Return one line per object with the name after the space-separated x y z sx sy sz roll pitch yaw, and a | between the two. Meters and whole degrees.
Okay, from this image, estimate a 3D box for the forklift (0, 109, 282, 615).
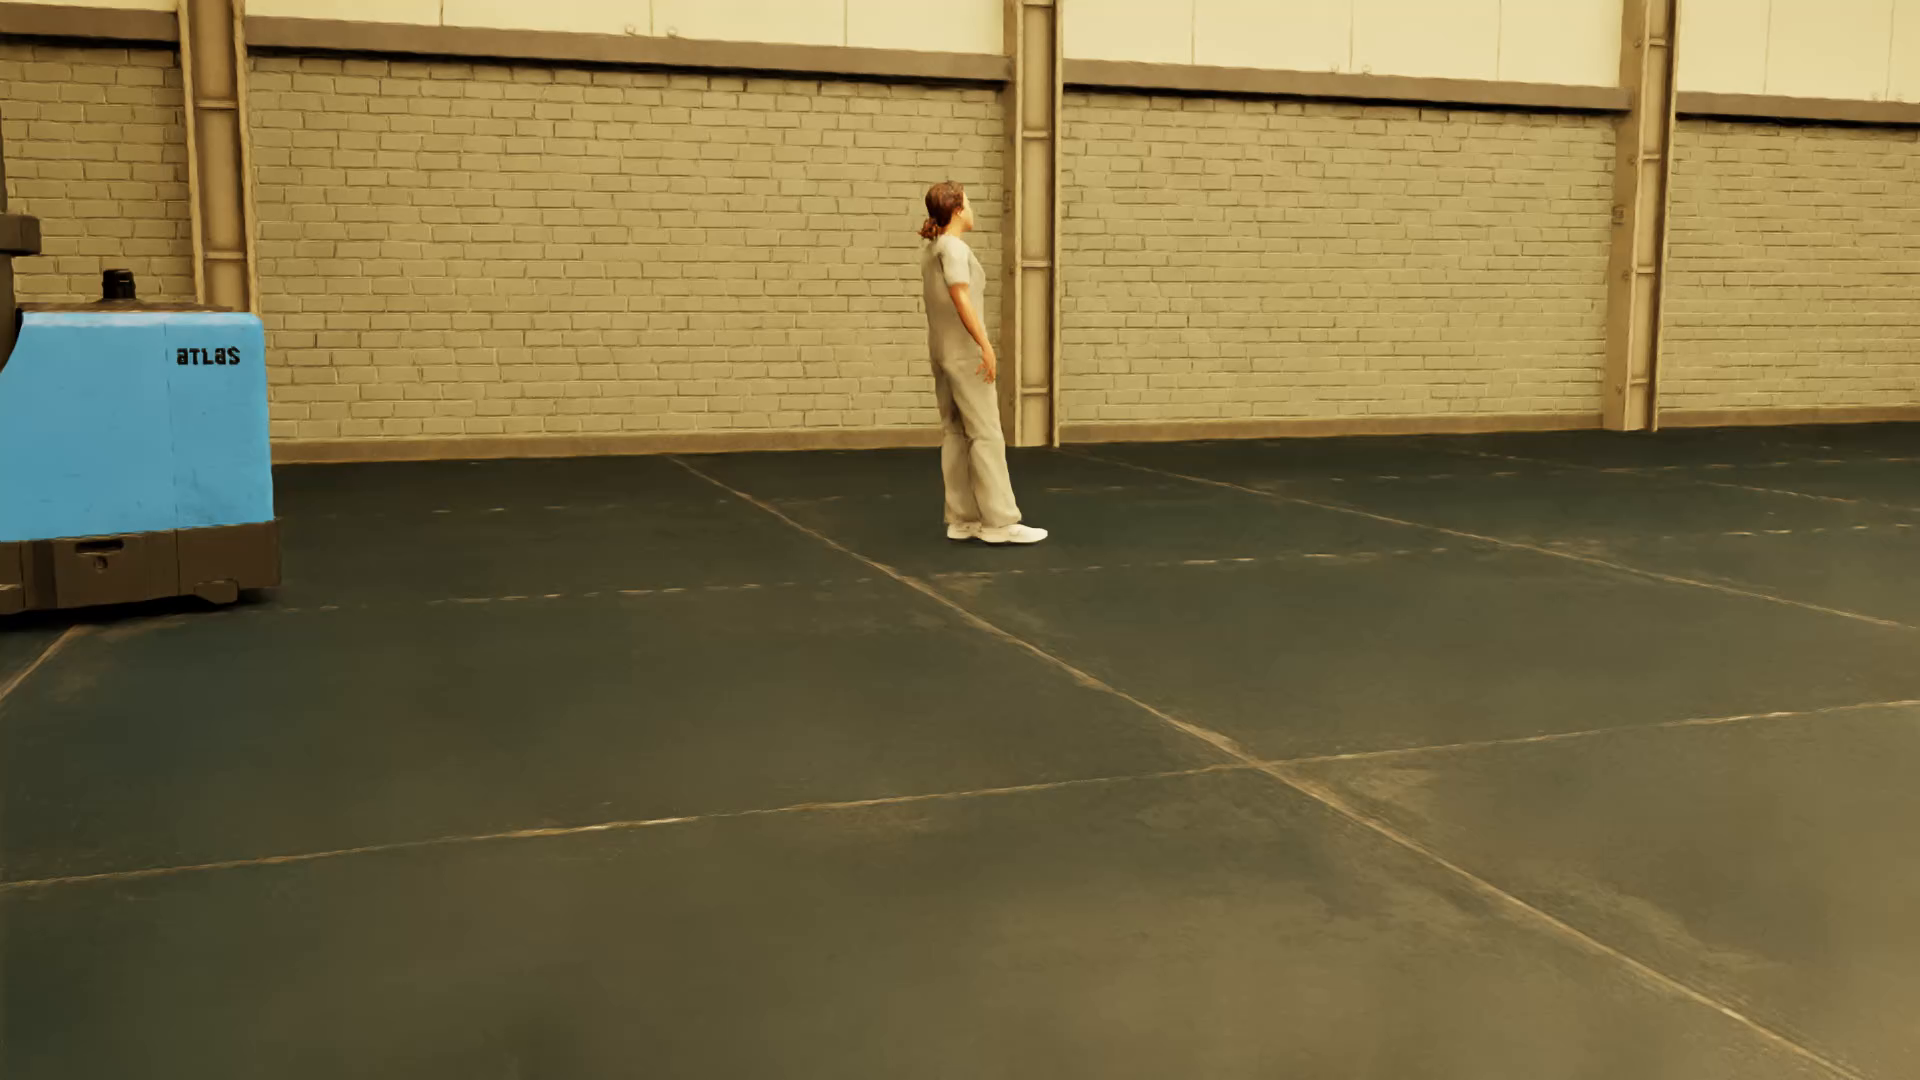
-3.993 -1.142 5.440 3.031 2.935 1.130 -6 10 -38 | forklift

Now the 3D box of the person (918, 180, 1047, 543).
0.074 -0.839 7.821 0.548 1.674 0.550 -3 8 -18 | person
